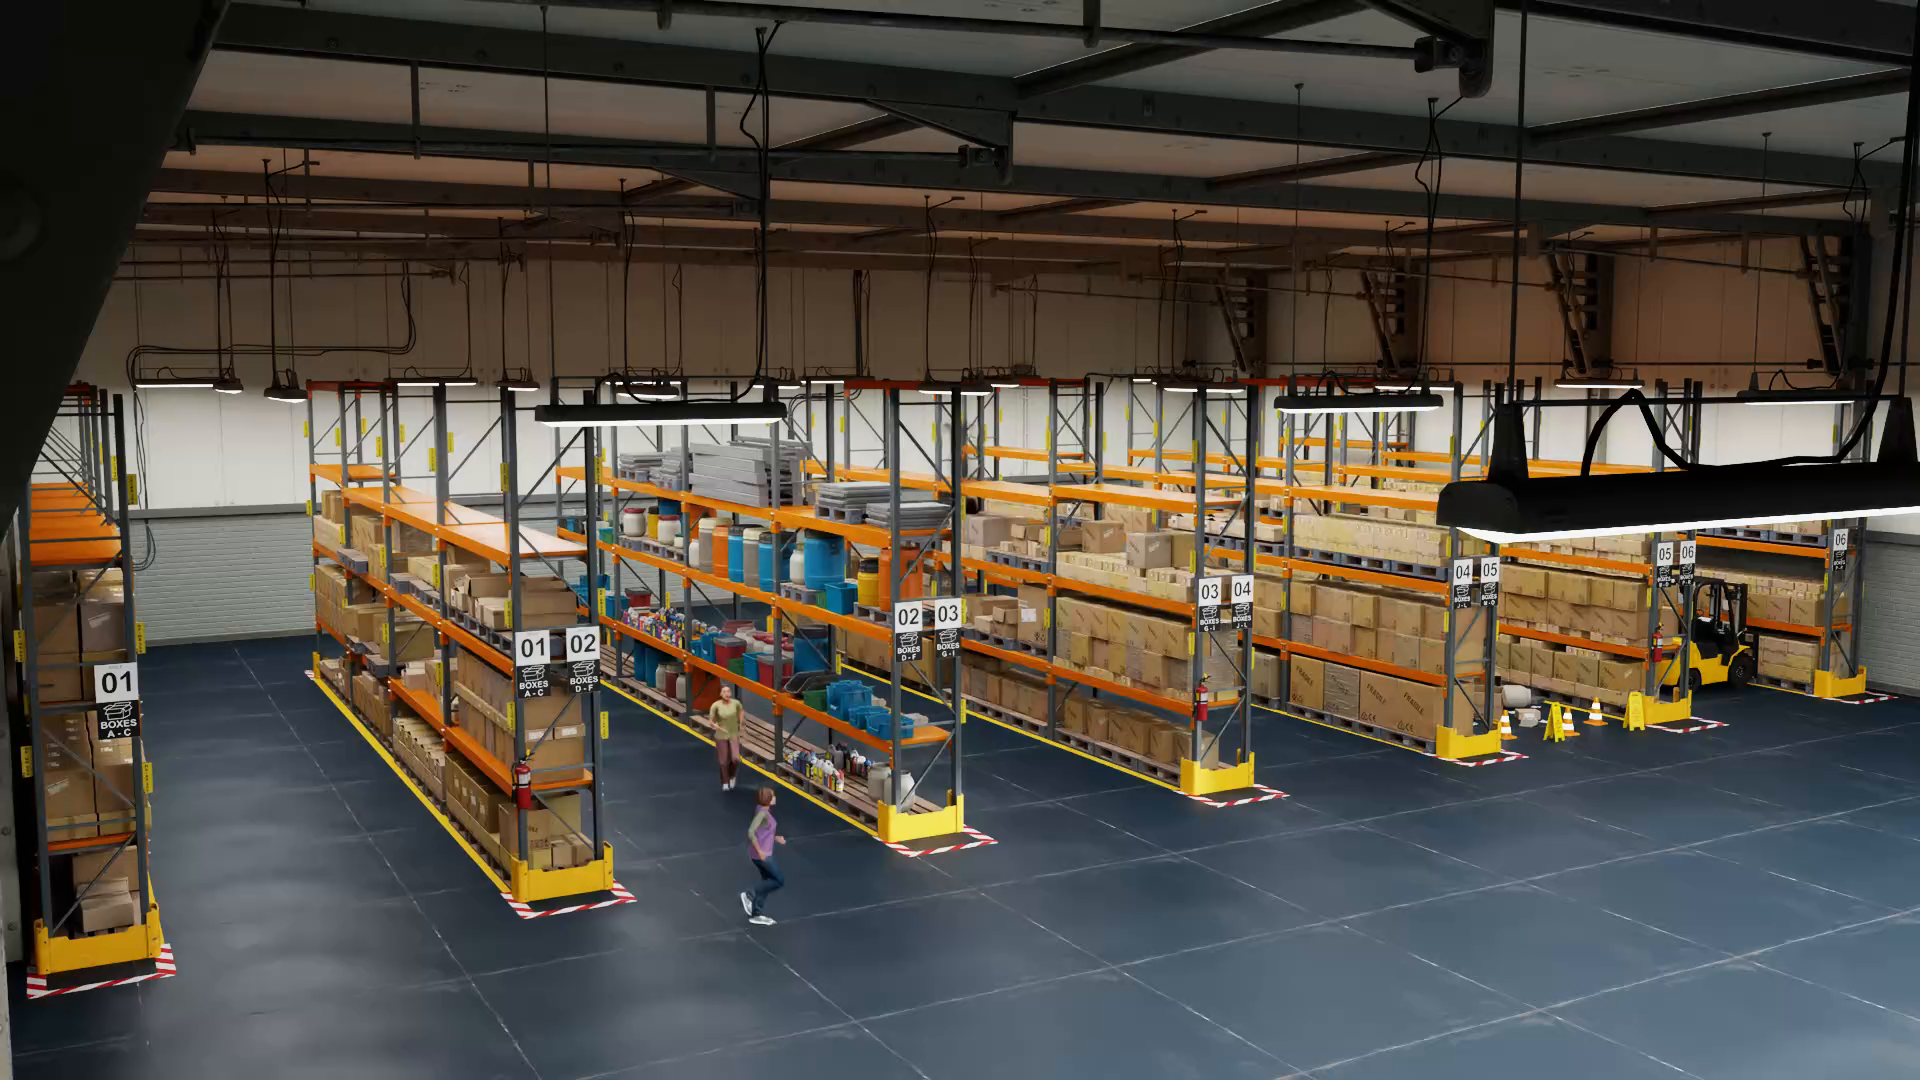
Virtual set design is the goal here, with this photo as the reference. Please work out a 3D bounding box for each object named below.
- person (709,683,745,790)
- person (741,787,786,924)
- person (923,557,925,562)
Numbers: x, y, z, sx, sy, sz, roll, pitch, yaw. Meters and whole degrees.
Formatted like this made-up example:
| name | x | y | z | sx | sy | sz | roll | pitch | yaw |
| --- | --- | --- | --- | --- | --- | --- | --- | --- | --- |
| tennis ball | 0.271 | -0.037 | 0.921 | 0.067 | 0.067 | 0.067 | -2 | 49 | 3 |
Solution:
| name | x | y | z | sx | sy | sz | roll | pitch | yaw |
| --- | --- | --- | --- | --- | --- | --- | --- | --- | --- |
| person | -3.422 | 2.911 | 24.482 | 0.552 | 1.623 | 0.680 | -2 | 6 | -16 |
| person | -2.203 | 3.571 | 18.822 | 0.478 | 1.552 | 0.549 | -1 | 6 | -8 |
| person | -1.099 | 1.165 | 41.285 | 0.549 | 1.567 | 0.673 | -3 | 7 | -26 |
